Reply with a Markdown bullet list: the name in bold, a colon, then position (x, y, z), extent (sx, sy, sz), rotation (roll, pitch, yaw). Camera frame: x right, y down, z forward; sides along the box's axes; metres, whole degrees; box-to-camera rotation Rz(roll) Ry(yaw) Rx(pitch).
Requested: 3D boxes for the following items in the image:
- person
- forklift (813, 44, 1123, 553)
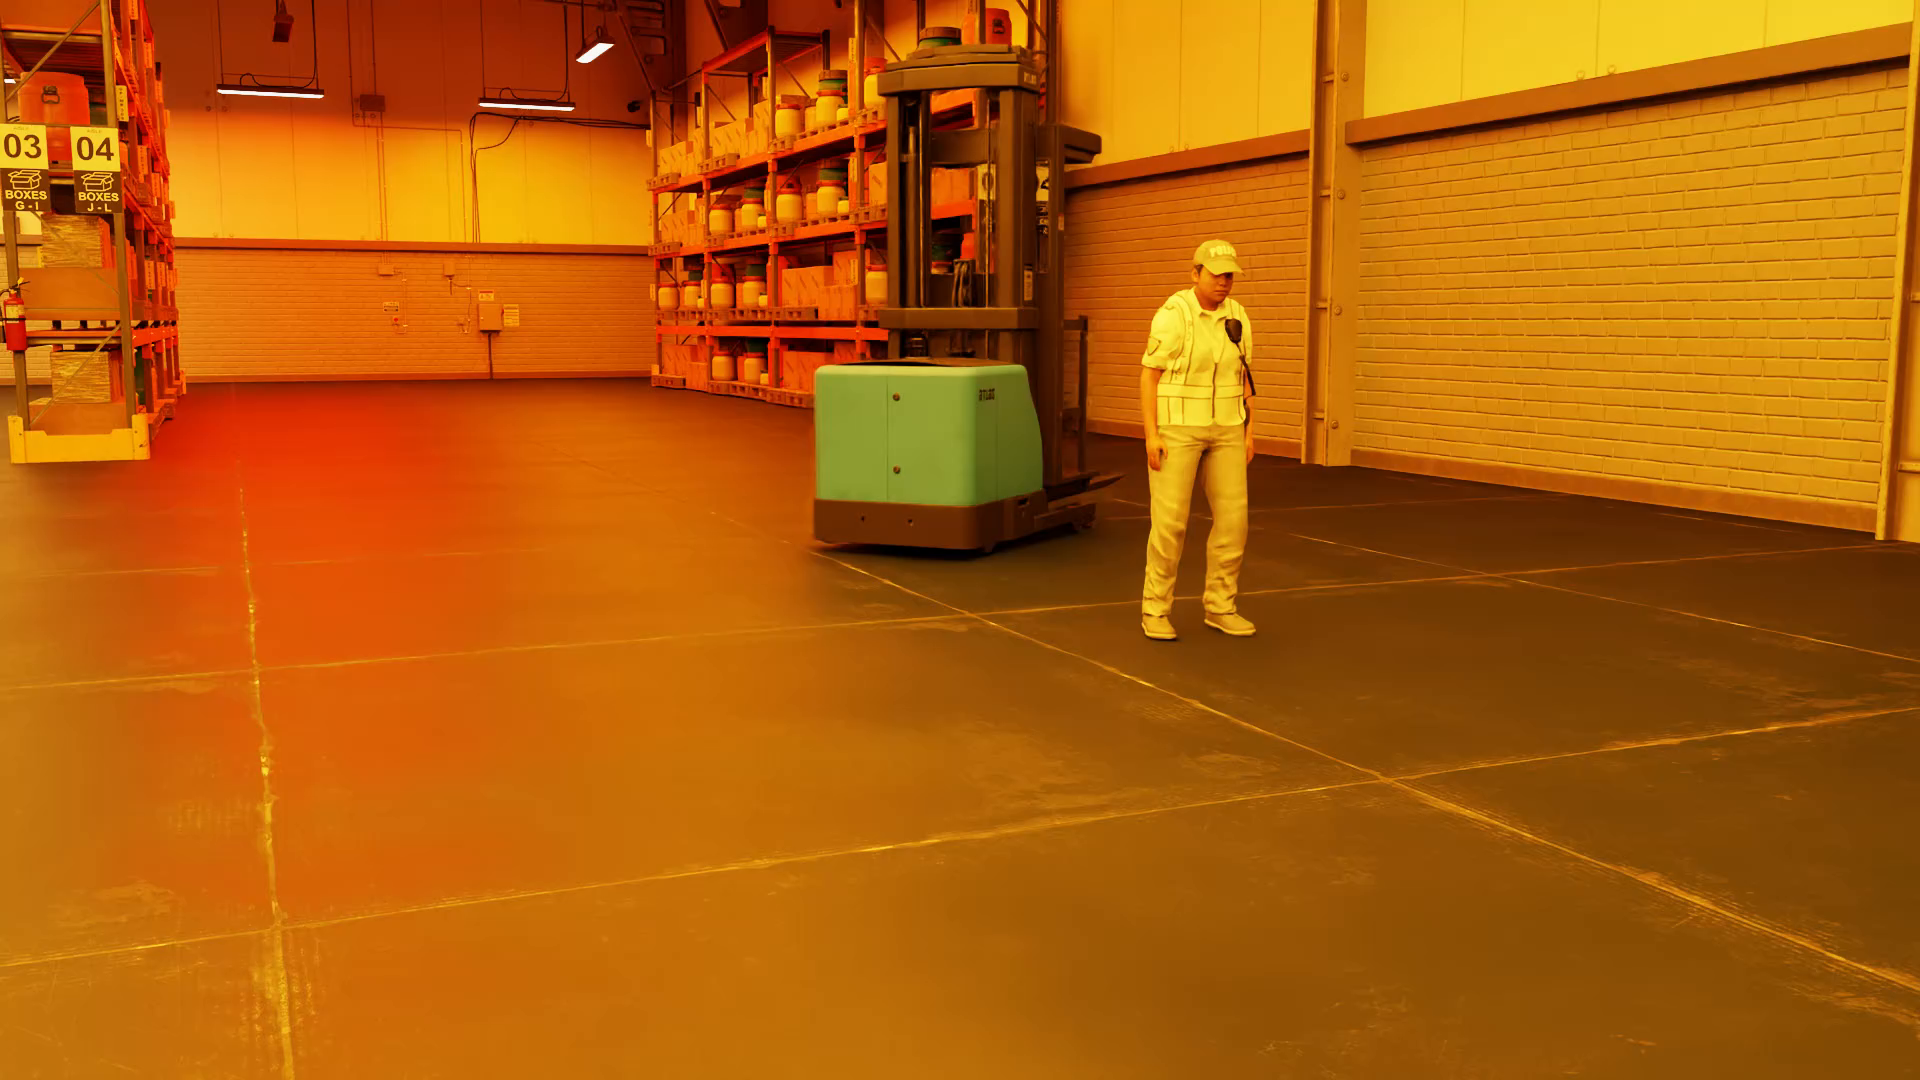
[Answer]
- **person**: position (1.020, -0.427, 7.047), extent (0.533, 1.667, 0.465), rotation (-3, 8, -18)
- **forklift**: position (0.228, -1.533, 10.566), extent (1.130, 2.935, 3.031), rotation (3, 8, 25)
